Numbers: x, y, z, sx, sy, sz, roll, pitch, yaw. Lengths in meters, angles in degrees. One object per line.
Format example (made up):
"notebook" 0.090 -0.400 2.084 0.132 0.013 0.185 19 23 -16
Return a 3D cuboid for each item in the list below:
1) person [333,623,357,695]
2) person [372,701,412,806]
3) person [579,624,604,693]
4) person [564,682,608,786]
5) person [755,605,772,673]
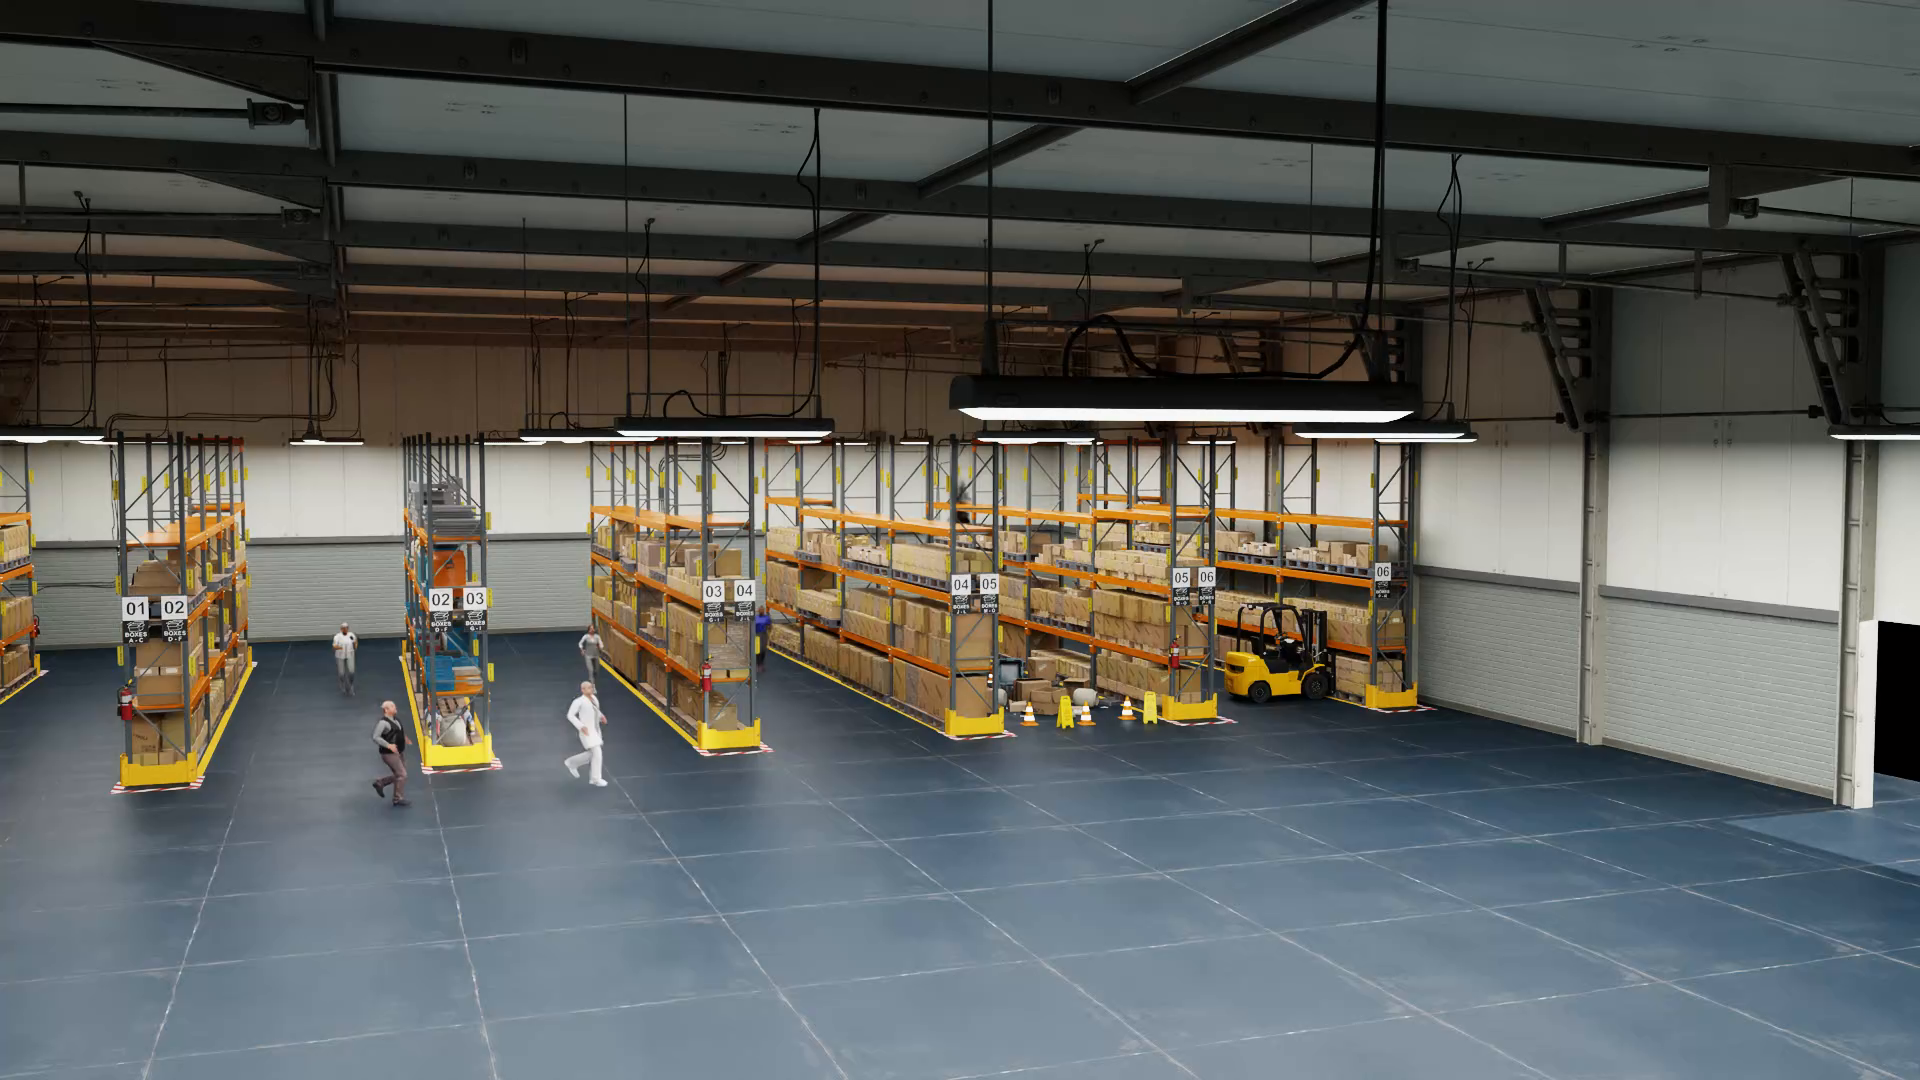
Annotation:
"person" -14.264 2.766 38.610 0.554 1.705 0.759 -1 3 -23
"person" -9.119 3.408 26.591 0.704 1.678 0.663 0 3 7
"person" -8.620 2.758 38.930 0.543 1.576 0.877 -2 4 -26
"person" -6.355 3.283 28.288 0.843 1.773 0.704 1 3 19
"person" -5.103 2.534 42.680 0.545 1.720 0.763 -1 3 -22
